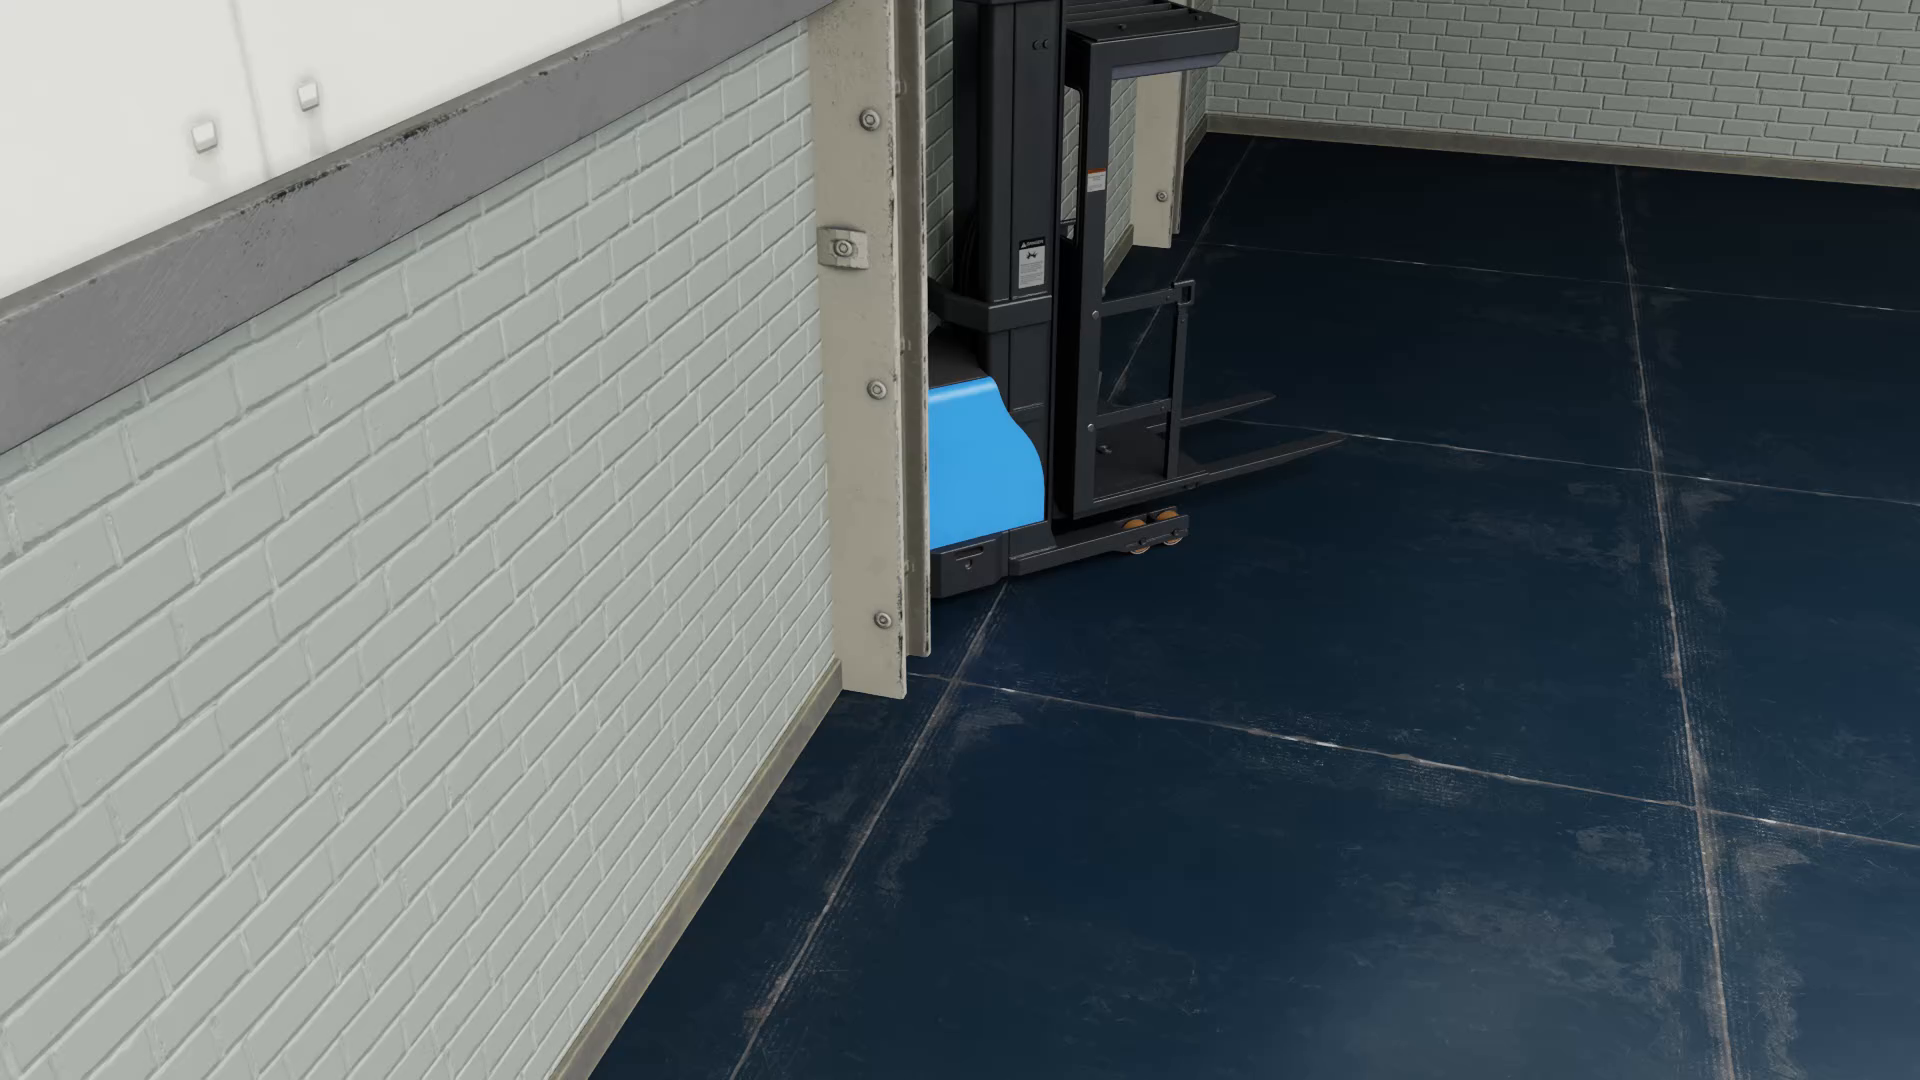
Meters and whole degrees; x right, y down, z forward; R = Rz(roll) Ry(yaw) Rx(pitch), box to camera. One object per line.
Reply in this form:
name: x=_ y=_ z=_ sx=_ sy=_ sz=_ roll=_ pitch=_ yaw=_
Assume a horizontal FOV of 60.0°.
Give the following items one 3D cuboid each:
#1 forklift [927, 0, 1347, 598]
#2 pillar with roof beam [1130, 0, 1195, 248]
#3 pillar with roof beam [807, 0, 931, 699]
forklift: x=0.551 y=-1.423 z=7.794 sx=3.031 sy=2.935 sz=1.130 roll=-15 pitch=32 yaw=-24
pillar with roof beam: x=5.544 y=-5.546 z=8.963 sx=9.100 sy=9.000 sz=0.400 roll=8 pitch=30 yaw=15
pillar with roof beam: x=3.783 y=-2.758 z=3.950 sx=9.100 sy=9.000 sz=0.400 roll=8 pitch=30 yaw=15
